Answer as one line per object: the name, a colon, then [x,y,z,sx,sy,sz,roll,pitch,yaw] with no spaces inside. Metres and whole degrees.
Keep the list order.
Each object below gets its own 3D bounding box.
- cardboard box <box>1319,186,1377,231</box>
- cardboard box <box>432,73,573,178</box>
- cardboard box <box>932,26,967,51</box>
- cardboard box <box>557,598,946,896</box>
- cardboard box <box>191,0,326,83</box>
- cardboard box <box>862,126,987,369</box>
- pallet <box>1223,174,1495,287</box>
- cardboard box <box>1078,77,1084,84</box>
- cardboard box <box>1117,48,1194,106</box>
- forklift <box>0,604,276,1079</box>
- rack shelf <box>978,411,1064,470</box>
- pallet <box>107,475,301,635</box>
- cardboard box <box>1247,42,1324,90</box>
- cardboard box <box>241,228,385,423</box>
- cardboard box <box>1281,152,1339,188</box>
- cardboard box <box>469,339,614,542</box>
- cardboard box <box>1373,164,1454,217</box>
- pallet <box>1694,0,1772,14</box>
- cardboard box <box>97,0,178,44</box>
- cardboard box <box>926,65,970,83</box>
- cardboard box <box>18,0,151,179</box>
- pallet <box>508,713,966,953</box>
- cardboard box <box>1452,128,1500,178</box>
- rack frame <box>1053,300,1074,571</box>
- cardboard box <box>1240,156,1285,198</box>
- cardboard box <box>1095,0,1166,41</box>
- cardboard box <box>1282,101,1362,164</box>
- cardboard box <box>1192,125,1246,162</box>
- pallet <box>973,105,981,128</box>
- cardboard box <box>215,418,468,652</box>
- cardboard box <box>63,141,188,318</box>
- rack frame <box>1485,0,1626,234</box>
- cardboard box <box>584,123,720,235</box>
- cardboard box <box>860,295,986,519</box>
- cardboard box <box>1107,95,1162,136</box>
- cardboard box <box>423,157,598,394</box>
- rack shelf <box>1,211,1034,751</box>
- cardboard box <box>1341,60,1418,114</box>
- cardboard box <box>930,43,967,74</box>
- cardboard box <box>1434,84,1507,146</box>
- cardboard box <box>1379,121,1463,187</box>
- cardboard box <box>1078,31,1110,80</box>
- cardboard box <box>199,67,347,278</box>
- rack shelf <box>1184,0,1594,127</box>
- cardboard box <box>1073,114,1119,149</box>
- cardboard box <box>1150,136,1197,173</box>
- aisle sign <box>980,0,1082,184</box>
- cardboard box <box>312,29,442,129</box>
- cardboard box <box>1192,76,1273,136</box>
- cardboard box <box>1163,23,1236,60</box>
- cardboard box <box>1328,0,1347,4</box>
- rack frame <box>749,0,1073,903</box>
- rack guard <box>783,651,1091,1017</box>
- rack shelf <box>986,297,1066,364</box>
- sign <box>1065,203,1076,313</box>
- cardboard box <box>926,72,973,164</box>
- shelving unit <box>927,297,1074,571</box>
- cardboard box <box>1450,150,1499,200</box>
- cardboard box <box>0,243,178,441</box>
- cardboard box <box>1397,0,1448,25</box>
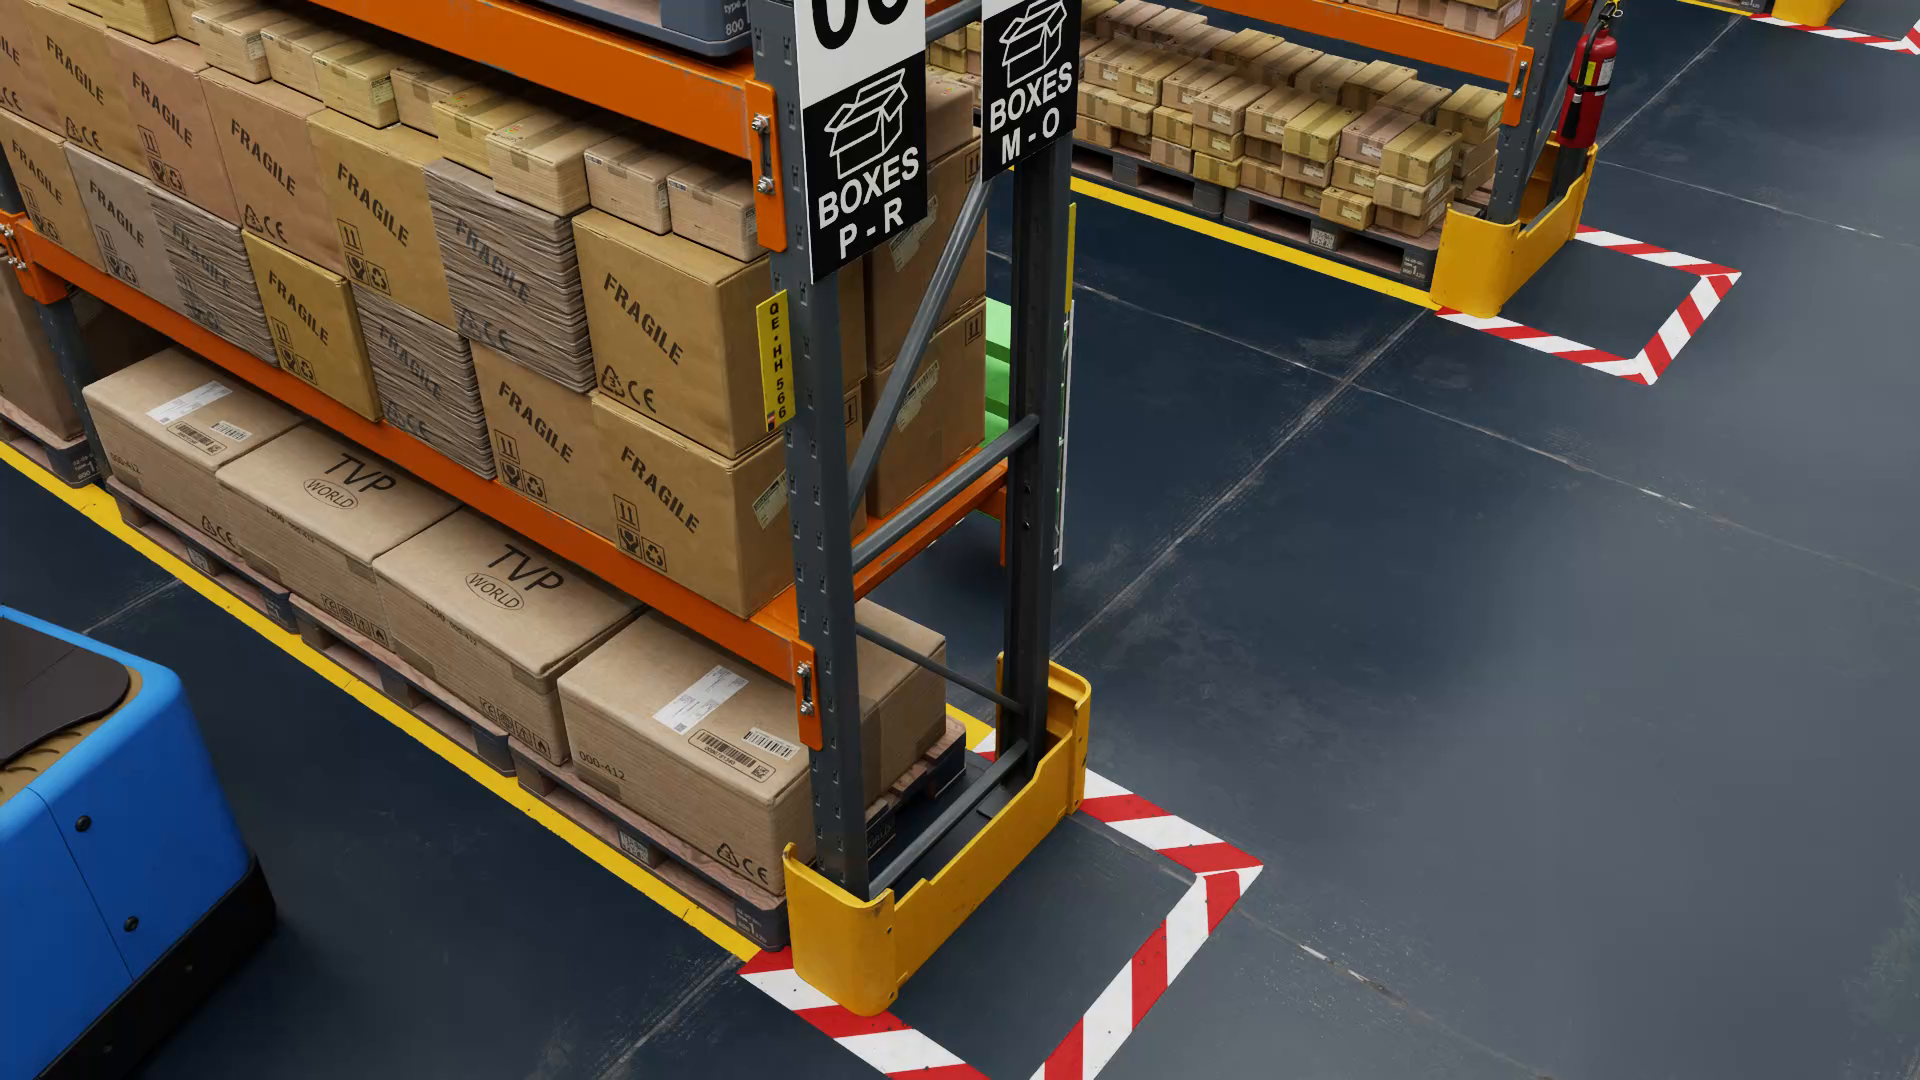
cardboard box: [2.052,-1.753,8.528,0.250,0.149,0.380,27,45,30]
cardboard box: [-1.118,-1.085,4.284,0.250,0.149,0.380,26,45,30]
cardboard box: [0.016,-2.981,9.613,0.250,0.149,0.380,28,46,31]
cardboard box: [-0.649,0.539,5.367,0.875,0.438,0.875,24,44,27]
cardboard box: [-1.950,-1.468,4.774,0.250,0.149,0.380,25,45,29]
cardboard box: [-0.272,-0.859,4.522,0.500,0.500,0.500,24,44,28]
pallet: [2.179,-1.820,8.904,1.213,0.211,1.003,25,45,29]
cardboard box: [0.667,-2.592,9.359,0.250,0.149,0.380,27,46,30]
cardboard box: [1.059,-2.515,9.019,0.250,0.149,0.380,25,45,29]
forklift: [-3.679,-0.058,4.446,3.031,2.935,1.130,16,41,19]
rack shelf: [0.131,-0.360,6.340,0.480,0.148,0.258,25,45,29]
pallet: [-2.685,-0.184,6.813,1.213,0.211,1.003,25,45,29]
cardboard box: [1.777,-2.570,9.089,0.250,0.149,0.380,27,45,30]
cardboard box: [-1.830,-0.767,5.216,0.500,0.500,0.500,27,45,30]
cardboard box: [1.857,-1.980,8.576,0.250,0.149,0.380,23,44,27]
cardboard box: [-0.997,-0.392,4.737,0.500,0.500,0.500,24,44,28]
cardboard box: [2.270,-1.786,8.329,0.250,0.149,0.380,24,44,27]
pallet: [5.274,-4.122,11.844,1.213,0.211,1.003,25,45,29]
cardboard box: [-2.352,-1.648,5.003,0.250,0.149,0.380,24,44,27]
cardboard box: [-0.009,-2.716,9.758,0.250,0.149,0.380,27,45,30]
cardboard box: [-2.613,-1.549,5.403,0.500,0.500,0.500,25,44,28]
pallet: [-0.747,0.730,5.646,1.213,0.211,1.003,25,45,29]
cardboard box: [2.603,-2.050,8.666,0.250,0.149,0.380,27,46,30]
rack frame: [0.325,-0.319,6.184,0.015,1.200,0.240,25,45,29]
cardboard box: [1.691,-1.980,8.818,0.250,0.149,0.380,26,45,29]
cardboard box: [0.986,-2.980,9.612,0.250,0.149,0.380,23,44,27]
cardboard box: [1.841,-2.077,8.458,0.250,0.149,0.380,24,44,28]
cardboard box: [1.437,-2.168,8.816,0.250,0.149,0.380,26,45,29]
pallet: [0.241,-2.734,10.071,1.213,0.211,1.003,25,45,29]
cardboard box: [-2.096,-0.139,6.231,0.875,0.438,0.875,24,44,27]
cardboard box: [-2.630,-1.150,5.704,0.500,0.500,0.500,26,45,29]
rack frame: [2.863,-2.568,7.597,0.127,3.000,1.000,25,45,29]
cardboard box: [-0.687,-0.915,4.067,0.250,0.149,0.380,26,45,29]
cardboard box: [-0.271,-0.466,4.831,0.500,0.500,0.500,25,44,28]
cardboard box: [1.010,-2.362,9.065,0.250,0.149,0.380,26,45,29]
cardboard box: [-1.024,-0.785,4.427,0.500,0.500,0.500,25,45,29]
rack shelf: [-1.653,-0.572,5.631,4.000,0.370,1.077,25,45,29]
cardboard box: [2.239,-2.409,8.884,0.250,0.149,0.380,25,45,28]
cardboard box: [0.035,-2.883,9.730,0.250,0.149,0.380,26,45,29]
cardboard box: [2.653,-2.208,8.626,0.250,0.149,0.380,23,44,27]
cardboard box: [2.289,-1.920,8.258,0.250,0.149,0.380,26,45,29]
cardboard box: [0.621,-2.688,9.240,0.250,0.149,0.380,26,45,29]
cardboard box: [-1.814,-1.161,4.908,0.500,0.500,0.500,25,44,28]
rack shelf: [1.275,-3.034,8.776,4.000,0.370,1.077,25,45,29]
cardboard box: [0.835,-2.349,9.290,0.250,0.149,0.380,24,44,27]
cardboard box: [1.245,-2.157,9.044,0.250,0.149,0.380,26,45,29]
aisle sign: [0.169,-1.245,3.799,0.004,0.787,0.394,25,45,29]
cardboard box: [-1.518,-1.283,4.536,0.250,0.149,0.380,26,45,30]
cardboard box: [1.427,-2.278,8.716,0.250,0.149,0.380,27,45,30]
cardboard box: [1.338,-2.738,9.304,0.250,0.149,0.380,25,45,29]
cardboard box: [1.832,-2.735,8.014,0.250,0.149,0.380,27,45,30]
rack frame: [-0.064,-0.107,4.453,0.127,3.000,1.000,25,45,29]
rack guard: [-0.045,0.887,5.212,0.348,0.500,1.175,25,45,29]
rack shelf: [0.131,-0.738,6.044,0.480,0.148,0.258,25,45,29]
sign: [0.278,-0.748,4.506,0.005,0.325,0.100,25,45,29]
cardboard box: [-0.178,-1.064,4.257,0.250,0.149,0.380,26,45,29]
shelving unit: [0.131,-0.410,6.301,0.503,1.200,0.258,25,45,29]
cardboard box: [2.641,-1.964,8.797,0.250,0.149,0.380,26,45,29]
cardboard box: [-3.782,-1.127,7.138,0.875,0.875,0.875,27,45,30]
cardboard box: [2.258,-2.565,7.796,0.250,0.149,0.380,25,45,29]
